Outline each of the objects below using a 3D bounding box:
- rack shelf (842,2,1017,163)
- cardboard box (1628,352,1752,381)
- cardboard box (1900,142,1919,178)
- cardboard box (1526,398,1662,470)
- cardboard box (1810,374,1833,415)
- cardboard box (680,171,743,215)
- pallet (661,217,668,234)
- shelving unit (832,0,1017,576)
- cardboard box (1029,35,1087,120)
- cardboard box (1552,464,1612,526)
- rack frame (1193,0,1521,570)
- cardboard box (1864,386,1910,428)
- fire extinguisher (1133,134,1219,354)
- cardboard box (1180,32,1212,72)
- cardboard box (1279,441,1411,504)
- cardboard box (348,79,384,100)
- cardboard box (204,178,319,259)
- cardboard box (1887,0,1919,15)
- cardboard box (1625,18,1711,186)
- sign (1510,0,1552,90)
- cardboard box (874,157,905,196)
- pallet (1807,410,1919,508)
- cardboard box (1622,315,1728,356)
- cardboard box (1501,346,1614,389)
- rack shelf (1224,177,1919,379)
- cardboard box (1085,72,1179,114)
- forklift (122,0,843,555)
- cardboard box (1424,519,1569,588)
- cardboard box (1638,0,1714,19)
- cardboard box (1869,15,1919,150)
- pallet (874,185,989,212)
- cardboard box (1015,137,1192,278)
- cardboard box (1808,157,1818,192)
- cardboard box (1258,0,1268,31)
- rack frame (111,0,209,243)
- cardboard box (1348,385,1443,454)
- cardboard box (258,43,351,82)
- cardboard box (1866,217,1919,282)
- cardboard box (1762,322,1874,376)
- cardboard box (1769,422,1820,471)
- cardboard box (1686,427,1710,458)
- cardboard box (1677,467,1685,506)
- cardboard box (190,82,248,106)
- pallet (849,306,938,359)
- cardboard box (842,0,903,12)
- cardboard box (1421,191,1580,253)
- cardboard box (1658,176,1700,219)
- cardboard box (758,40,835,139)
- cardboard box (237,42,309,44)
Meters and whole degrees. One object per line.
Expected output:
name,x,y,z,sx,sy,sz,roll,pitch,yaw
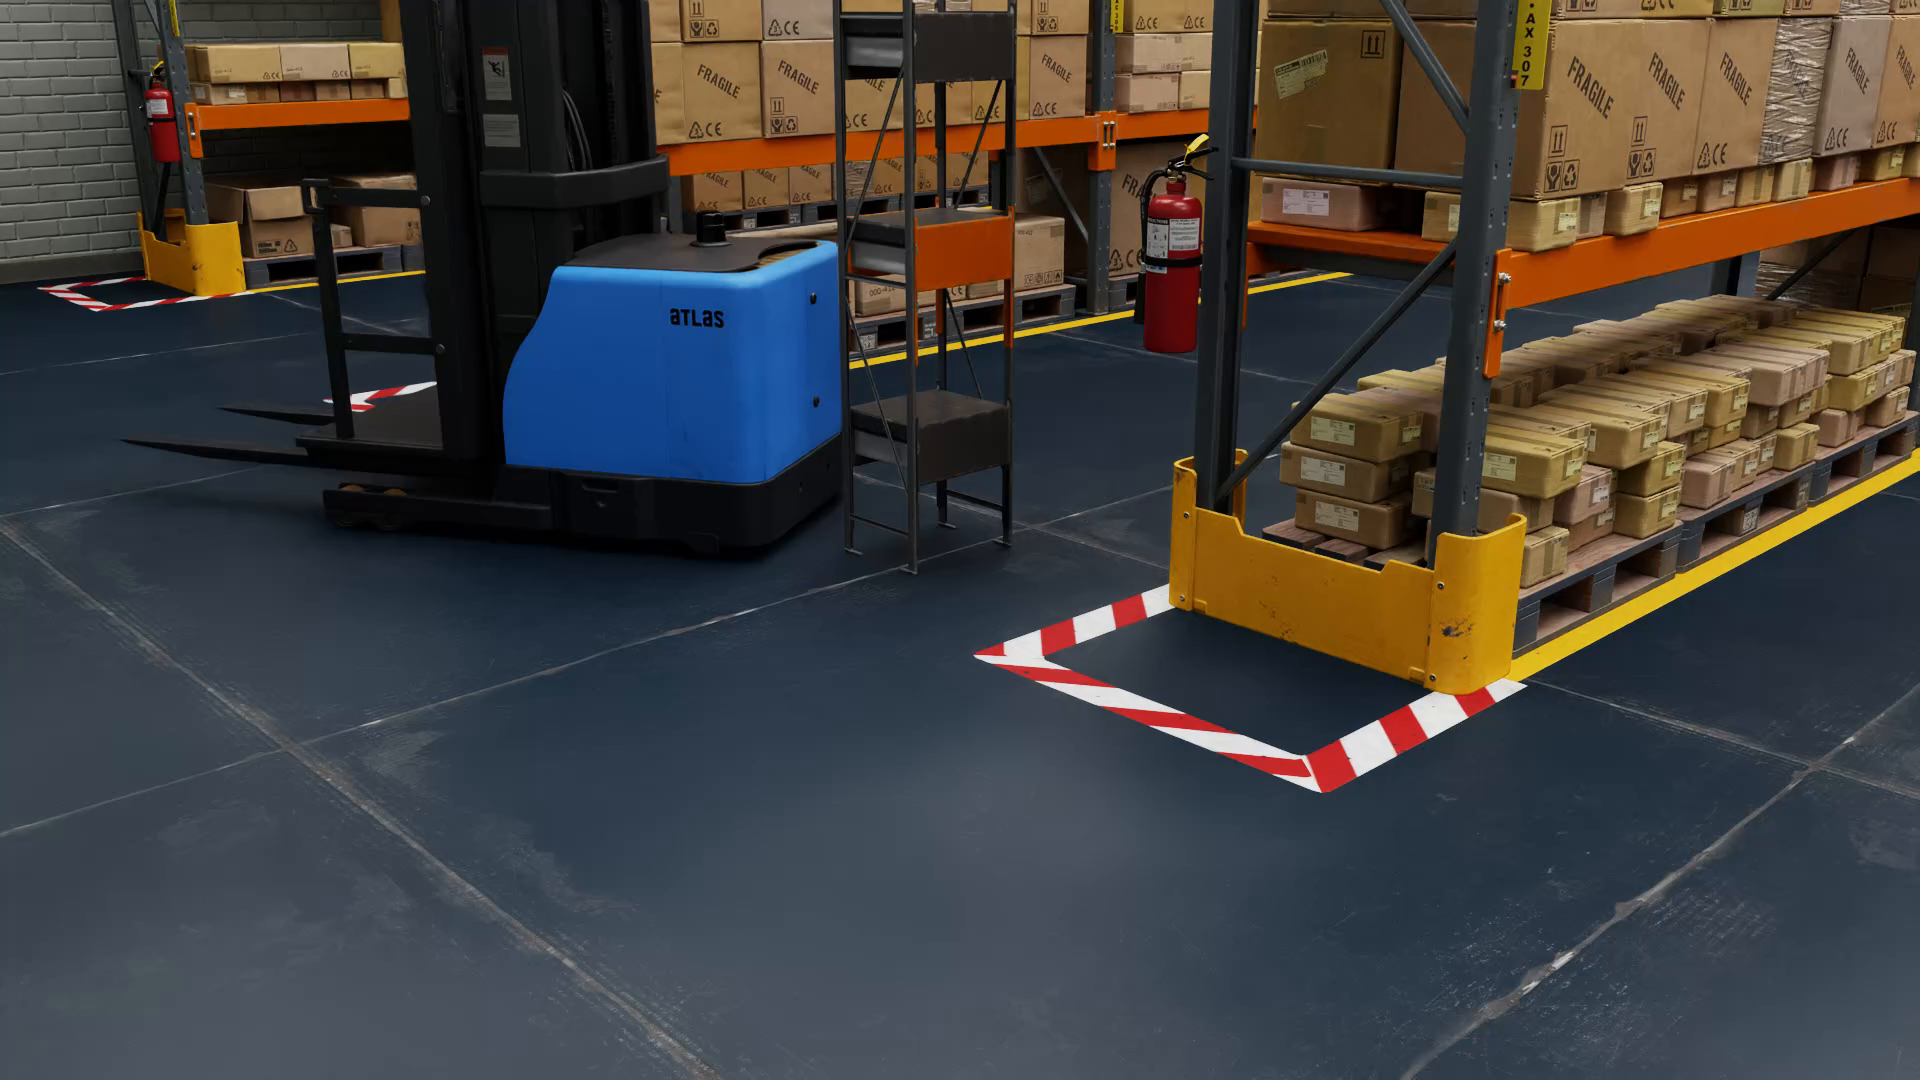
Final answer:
rack shelf,-0.120,-1.617,5.841,0.480,0.518,0.431,-16,24,-41
cardboard box,2.847,-0.618,6.504,0.250,0.149,0.380,-16,24,-41
cardboard box,3.920,-1.635,7.070,0.250,0.149,0.380,-17,25,-42
cardboard box,2.176,-0.370,5.739,0.250,0.149,0.380,-16,24,-41
cardboard box,3.449,-0.641,7.058,0.250,0.149,0.380,-16,24,-40
cardboard box,-2.302,-3.208,14.888,0.500,0.500,0.500,-15,23,-38
pallet,-3.308,-2.674,14.389,1.213,0.211,1.003,-16,24,-41
shelving unit,-0.120,-0.964,6.053,0.503,2.100,0.431,-16,24,-41
cardboard box,0.444,-2.926,10.483,0.500,0.500,0.500,-16,24,-40
cardboard box,1.968,-0.182,5.643,0.250,0.149,0.380,-16,24,-41
rack frame,1.173,-1.098,5.009,0.127,3.000,1.000,-16,24,-41
cardboard box,4.029,-0.630,7.506,0.250,0.149,0.380,-16,24,-40
fire extinguisher,0.673,-0.934,5.233,0.183,0.674,0.296,-16,24,-41
cardboard box,1.478,-3.347,11.378,0.500,0.250,0.500,-16,24,-40
cardboard box,1.360,-0.259,5.880,0.250,0.149,0.380,-17,25,-42
cardboard box,-4.552,-3.412,12.551,0.250,0.149,0.380,-16,24,-40
cardboard box,-5.205,-2.419,12.447,0.797,0.503,0.637,17,24,42
cardboard box,3.552,-2.340,6.572,0.500,0.500,0.500,17,25,42
cardboard box,2.060,-1.440,5.418,0.500,0.500,0.500,-16,24,-41
sign,1.546,-1.389,4.501,0.005,0.325,0.100,-16,24,-41
cardboard box,-0.810,-3.651,16.253,0.500,0.500,0.500,-15,23,-39
pallet,3.616,-0.469,7.590,1.213,0.211,1.003,-16,24,-41
cardboard box,3.122,-0.876,7.300,0.250,0.149,0.380,-17,25,-42
cardboard box,2.363,-0.659,6.630,0.380,0.149,0.250,17,25,42
rack shelf,2.626,-1.180,6.427,4.000,0.370,1.077,-16,24,-41
cardboard box,1.106,-2.997,11.107,0.500,0.250,0.500,-17,25,-42
forklift,-2.029,-1.578,6.599,3.031,2.935,1.130,5,19,16
cardboard box,1.774,0.019,5.505,0.250,0.149,0.380,-16,24,-40
cardboard box,2.044,-1.907,5.238,0.500,0.500,0.500,-15,23,-39
cardboard box,3.544,-1.860,6.712,0.500,0.500,0.500,-17,25,-42
pallet,-0.470,-3.517,16.990,1.213,0.211,1.003,-16,24,-41
cardboard box,1.001,-2.372,11.702,0.875,0.875,0.875,-15,23,-39
cardboard box,3.082,-1.436,6.457,0.250,0.149,0.380,-17,24,-42
cardboard box,1.839,-3.806,11.576,0.500,0.500,0.500,-17,25,-42
rack frame,-5.714,-3.298,11.793,0.127,3.000,1.000,-16,24,-41
cardboard box,1.606,-0.434,5.938,0.250,0.149,0.380,-16,24,-40
cardboard box,-4.833,-3.511,12.210,0.500,0.250,0.500,-16,24,-40
cardboard box,4.798,-1.411,8.129,0.500,0.250,0.500,17,24,41
cardboard box,3.665,-0.822,7.132,0.250,0.149,0.380,-17,24,-41
cardboard box,3.277,-0.411,6.830,0.250,0.149,0.380,-16,24,-41
cardboard box,2.642,-0.428,6.402,0.250,0.149,0.380,-15,23,-38
cardboard box,2.464,-0.214,6.224,0.250,0.149,0.380,-16,24,-41
cardboard box,-5.287,-3.187,11.857,0.250,0.149,0.380,-16,24,-41
pallet,-0.888,-1.304,10.165,1.213,0.211,1.003,-16,24,-41
cardboard box,-0.656,-3.075,9.323,0.500,0.500,0.500,-16,24,-41
cardboard box,1.634,-0.974,5.033,0.250,0.149,0.380,-17,24,-41
cardboard box,2.330,-1.220,5.791,0.250,0.149,0.380,-17,24,-41
cardboard box,-1.025,-2.488,9.134,0.500,0.500,0.500,-16,24,-41
cardboard box,-5.187,-3.634,12.590,0.500,0.250,0.500,-16,24,-41
